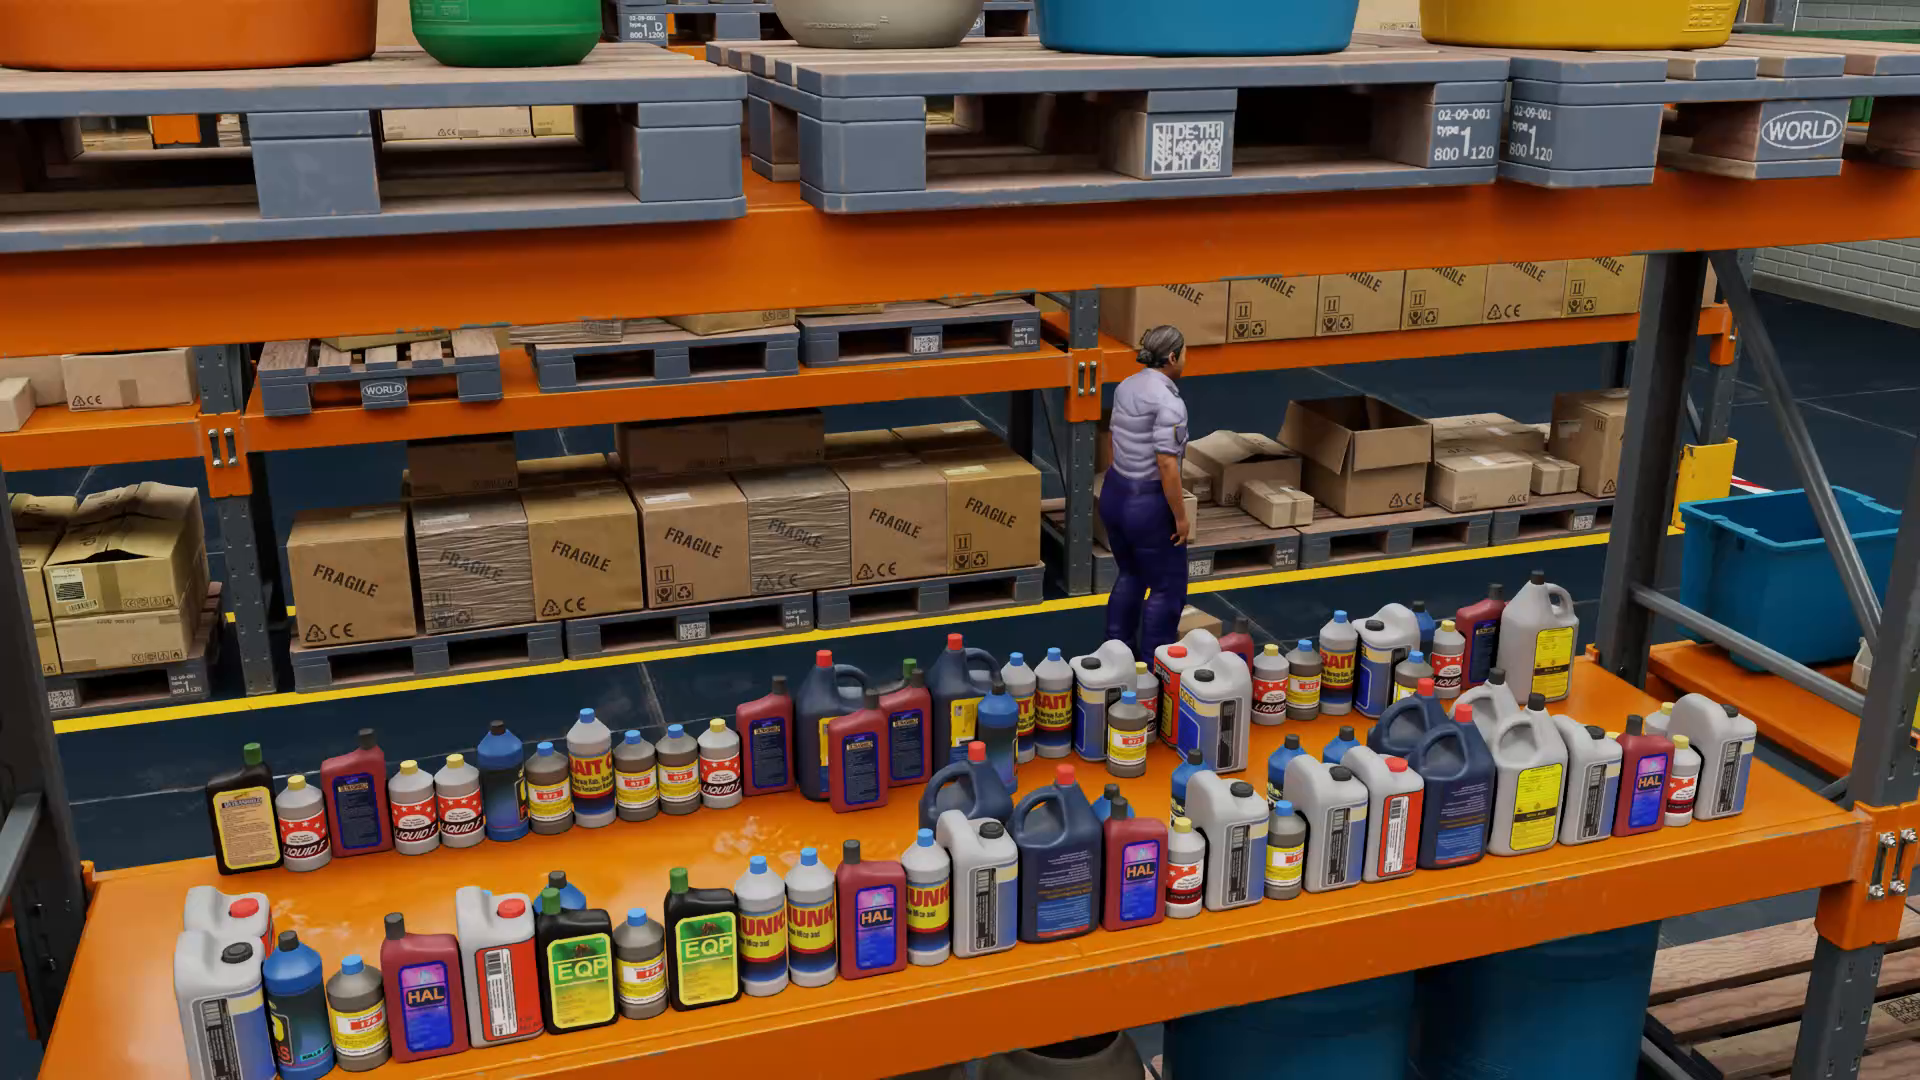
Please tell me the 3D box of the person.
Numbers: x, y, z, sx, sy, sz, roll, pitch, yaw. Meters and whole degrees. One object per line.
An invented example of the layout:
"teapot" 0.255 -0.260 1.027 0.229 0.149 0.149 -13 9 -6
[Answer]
"person" 0.847 -0.141 7.479 0.372 1.652 0.544 -9 21 -24
